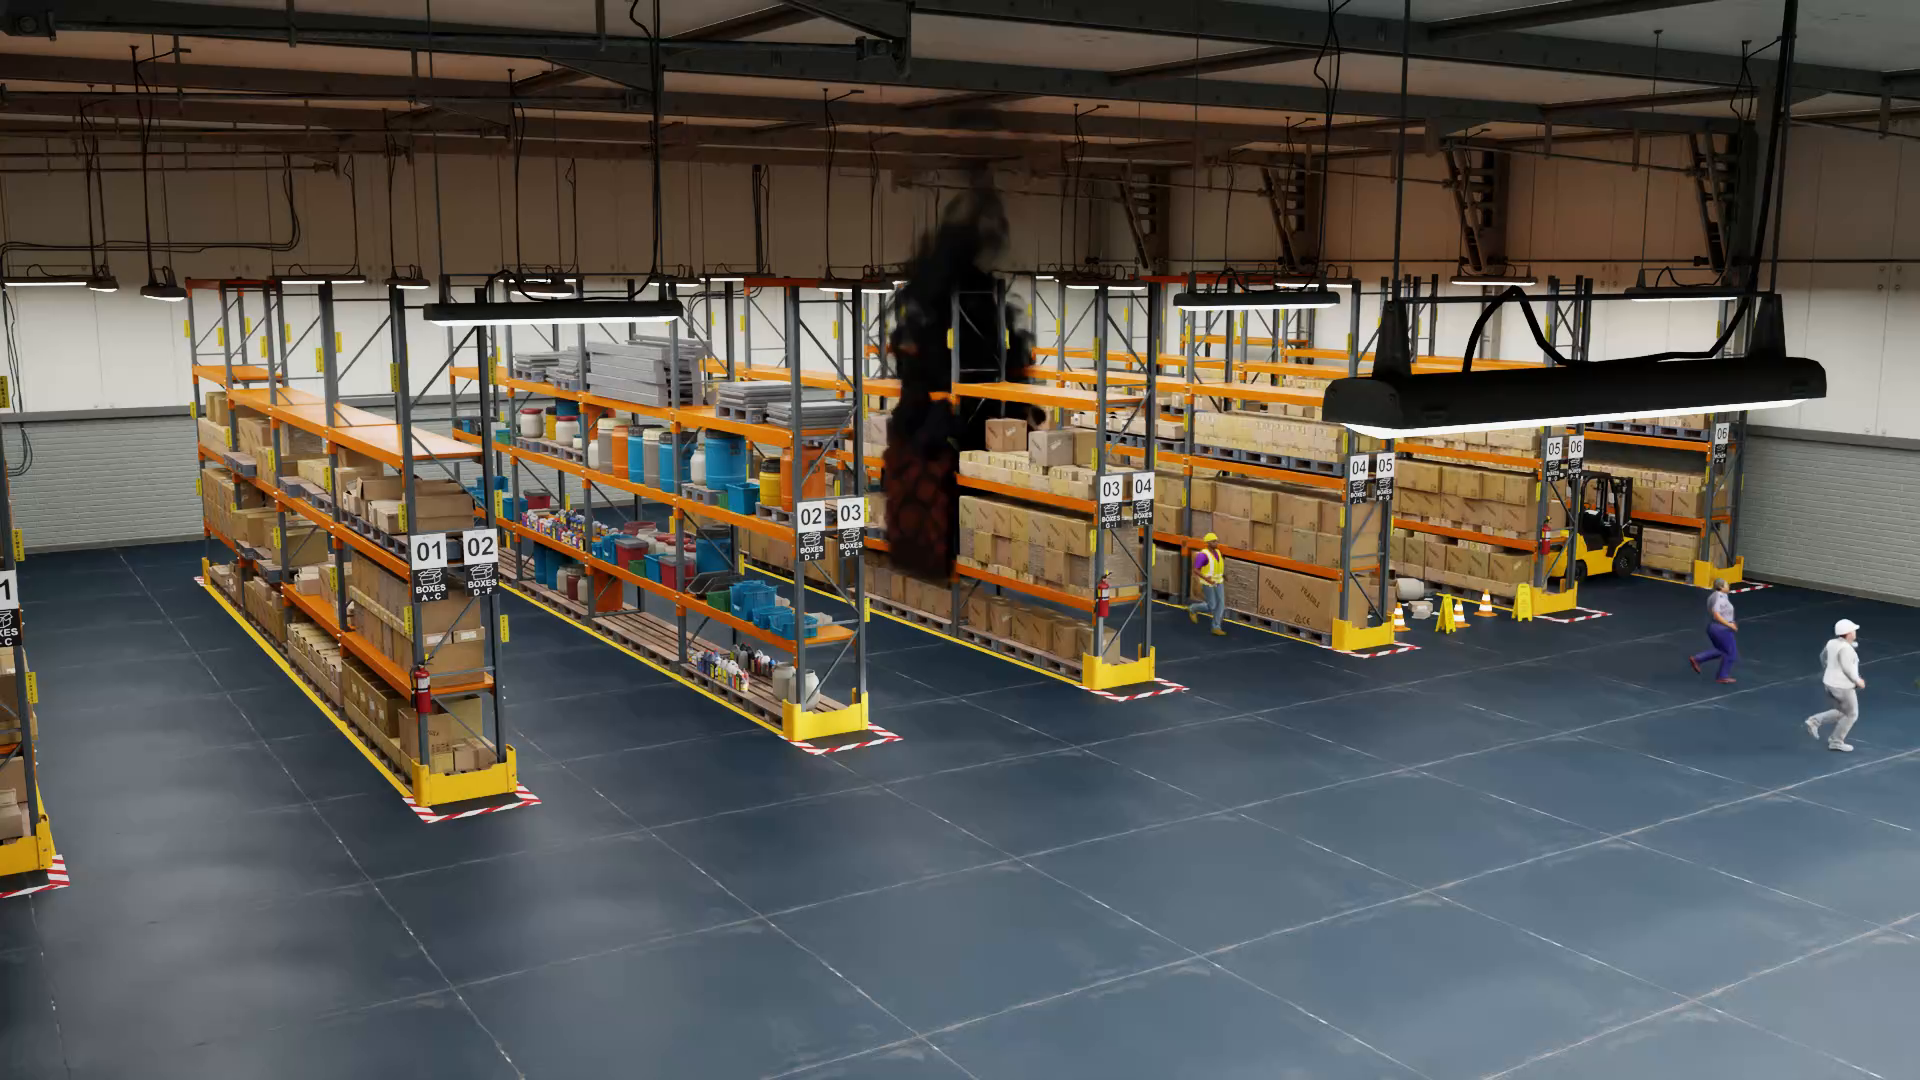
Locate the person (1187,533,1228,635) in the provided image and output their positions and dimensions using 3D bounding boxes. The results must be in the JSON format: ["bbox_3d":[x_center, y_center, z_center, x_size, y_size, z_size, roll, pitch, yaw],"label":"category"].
[{"bbox_3d":[4.283,0.740,28.428,0.700,1.738,0.801,-8,13,-40],"label":"person"}]

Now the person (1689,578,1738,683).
[{"bbox_3d":[11.430,1.360,25.118,0.664,1.598,0.611,2,10,10],"label":"person"}]

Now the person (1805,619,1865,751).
[{"bbox_3d":[11.407,1.879,21.661,0.600,1.727,0.690,0,10,1],"label":"person"}]
